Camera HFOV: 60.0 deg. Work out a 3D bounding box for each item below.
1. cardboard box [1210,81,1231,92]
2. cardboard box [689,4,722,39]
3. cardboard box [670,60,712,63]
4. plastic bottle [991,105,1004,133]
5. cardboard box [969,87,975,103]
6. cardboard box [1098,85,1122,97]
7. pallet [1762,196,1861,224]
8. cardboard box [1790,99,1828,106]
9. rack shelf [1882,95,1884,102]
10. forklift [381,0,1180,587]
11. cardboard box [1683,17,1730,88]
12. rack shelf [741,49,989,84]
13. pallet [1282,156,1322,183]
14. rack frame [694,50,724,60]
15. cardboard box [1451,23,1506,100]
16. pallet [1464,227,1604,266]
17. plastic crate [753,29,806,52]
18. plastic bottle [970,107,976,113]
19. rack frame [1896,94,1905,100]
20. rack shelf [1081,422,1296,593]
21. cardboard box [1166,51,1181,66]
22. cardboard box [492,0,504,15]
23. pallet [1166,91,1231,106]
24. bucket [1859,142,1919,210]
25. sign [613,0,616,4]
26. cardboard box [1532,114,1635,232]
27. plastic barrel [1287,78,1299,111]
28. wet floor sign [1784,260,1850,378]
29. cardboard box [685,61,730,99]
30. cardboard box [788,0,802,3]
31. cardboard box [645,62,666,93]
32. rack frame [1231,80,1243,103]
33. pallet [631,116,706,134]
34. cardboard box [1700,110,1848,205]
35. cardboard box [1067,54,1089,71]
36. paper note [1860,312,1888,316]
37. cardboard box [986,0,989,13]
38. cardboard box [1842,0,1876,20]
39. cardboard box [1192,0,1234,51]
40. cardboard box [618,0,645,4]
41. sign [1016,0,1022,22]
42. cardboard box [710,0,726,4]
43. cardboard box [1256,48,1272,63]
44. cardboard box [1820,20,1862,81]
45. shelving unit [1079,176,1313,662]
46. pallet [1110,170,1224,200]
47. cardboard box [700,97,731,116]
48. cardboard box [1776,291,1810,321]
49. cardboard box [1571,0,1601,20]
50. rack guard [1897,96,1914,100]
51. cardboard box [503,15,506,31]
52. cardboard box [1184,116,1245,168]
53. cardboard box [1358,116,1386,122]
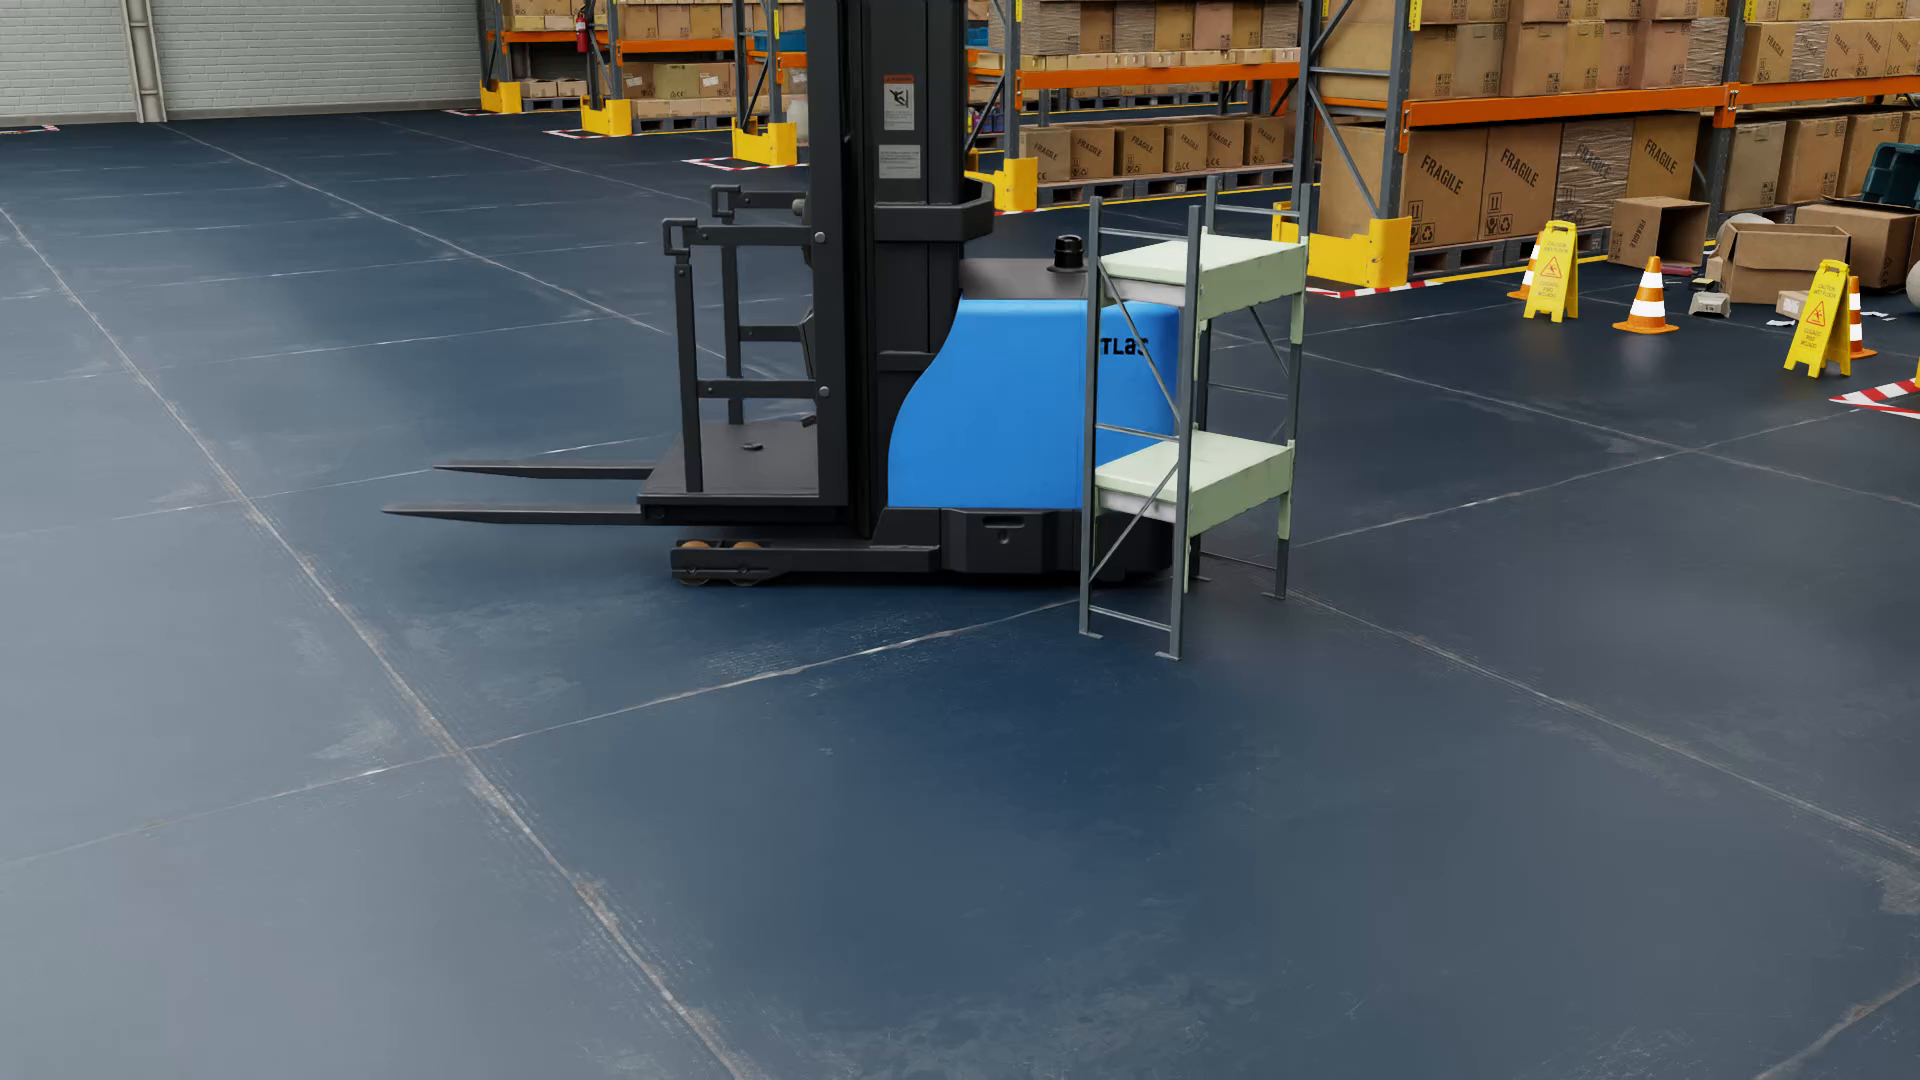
[{"bbox_3d":[4.577,-8.416,30.172,0.500,0.500,0.500,-12,22,-32],"label":"cardboard box"},{"bbox_3d":[-3.940,-7.748,24.822,0.500,0.500,0.700,-12,22,-31],"label":"cardboard box"},{"bbox_3d":[-4.079,-7.048,25.374,0.500,0.500,0.500,-12,22,-31],"label":"cardboard box"},{"bbox_3d":[0.492,-5.584,22.027,0.185,0.351,0.144,-13,22,-33],"label":"plastic bottle"},{"bbox_3d":[-0.093,-7.318,27.346,0.500,0.250,0.500,-11,22,-30],"label":"cardboard box"},{"bbox_3d":[2.462,-7.973,28.860,0.500,0.500,0.500,-13,23,-33],"label":"cardboard box"},{"bbox_3d":[7.862,-3.203,15.889,1.213,0.211,1.003,-12,22,-31],"label":"pallet"},{"bbox_3d":[11.624,-6.351,23.509,0.875,0.875,0.875,-12,22,-31],"label":"cardboard box"},{"bbox_3d":[11.250,-4.868,17.582,4.000,0.370,1.077,-12,22,-31],"label":"rack shelf"},{"bbox_3d":[-0.703,-1.383,6.258,3.031,2.935,1.130,1,19,2],"label":"forklift"},{"bbox_3d":[5.937,-4.154,14.115,0.550,0.550,0.875,-12,22,-31],"label":"cardboard box"},{"bbox_3d":[-0.799,-6.128,21.310,4.000,0.370,1.077,-12,22,-31],"label":"rack shelf"},{"bbox_3d":[4.245,-4.312,19.171,1.213,0.211,1.003,-12,22,-31],"label":"pallet"},{"bbox_3d":[-4.577,-9.471,30.075,0.127,3.000,1.000,-12,22,-31],"label":"rack frame"},{"bbox_3d":[3.630,-3.698,12.766,0.550,0.550,0.875,-12,22,-31],"label":"cardboard box"},{"bbox_3d":[4.541,-2.501,13.814,1.213,0.211,1.003,-12,22,-31],"label":"pallet"},{"bbox_3d":[-2.216,-6.214,20.674,0.616,0.251,0.499,-12,22,-31],"label":"plastic crate"},{"bbox_3d":[0.168,-5.711,22.508,0.133,0.283,0.061,-12,22,-31],"label":"plastic bottle"},{"bbox_3d":[13.617,-7.610,24.570,0.127,3.000,1.000,-12,22,-31],"label":"rack frame"},{"bbox_3d":[0.805,-0.130,5.805,0.431,0.370,0.720,14,23,36],"label":"rack shelf"},{"bbox_3d":[2.066,-4.977,17.174,0.250,0.149,0.380,-12,22,-31],"label":"cardboard box"},{"bbox_3d":[-7.641,-9.200,28.305,0.500,0.500,0.500,-12,22,-32],"label":"cardboard box"},{"bbox_3d":[4.173,-8.081,30.319,1.213,0.211,1.003,-12,22,-31],"label":"pallet"},{"bbox_3d":[7.393,-2.680,12.727,0.620,0.611,0.726,5,17,-16],"label":"bucket"},{"bbox_3d":[-4.890,-7.740,23.480,0.005,0.325,0.100,-12,22,-31],"label":"sign"},{"bbox_3d":[4.924,-3.092,13.869,0.875,0.875,0.875,-12,22,-31],"label":"cardboard box"},{"bbox_3d":[5.034,-6.760,25.285,0.421,0.512,0.421,0,19,0],"label":"plastic barrel"},{"bbox_3d":[4.958,-1.278,9.518,0.232,0.644,0.267,-4,19,-13],"label":"wet floor sign"},{"bbox_3d":[-3.793,-6.908,24.963,0.500,0.500,0.500,-12,22,-31],"label":"cardboard box"},{"bbox_3d":[-2.603,-8.259,25.323,0.250,0.149,0.380,-12,22,-32],"label":"cardboard box"},{"bbox_3d":[-5.422,-8.301,29.832,0.500,0.500,0.500,-14,23,-35],"label":"cardboard box"},{"bbox_3d":[4.832,-9.555,30.326,0.127,3.000,1.000,-12,22,-31],"label":"rack frame"},{"bbox_3d":[-4.575,-6.267,24.952,1.213,0.211,1.003,-12,22,-31],"label":"pallet"},{"bbox_3d":[7.515,-3.587,15.528,0.750,0.750,1.050,-12,22,-31],"label":"cardboard box"},{"bbox_3d":[1.060,-4.738,16.467,0.250,0.149,0.380,-12,22,-31],"label":"cardboard box"},{"bbox_3d":[6.192,-1.537,11.262,0.142,0.019,0.148,-4,19,-13],"label":"paper note"},{"bbox_3d":[0.598,-10.661,32.943,0.500,0.500,0.500,-11,22,-30],"label":"cardboard box"},{"bbox_3d":[7.923,-5.030,15.223,0.500,0.500,0.700,-12,22,-32],"label":"cardboard box"},{"bbox_3d":[2.386,-5.428,17.496,0.500,0.500,0.875,-12,22,-31],"label":"cardboard box"},{"bbox_3d":[-4.744,-7.808,23.988,0.250,0.149,0.380,-12,22,-32],"label":"cardboard box"},{"bbox_3d":[0.553,-5.056,15.666,0.005,0.325,0.100,-12,22,-31],"label":"sign"},{"bbox_3d":[-3.670,-8.035,24.660,0.250,0.149,0.380,-12,22,-32],"label":"cardboard box"},{"bbox_3d":[3.122,-5.191,17.808,0.250,0.149,0.380,-12,22,-31],"label":"cardboard box"},{"bbox_3d":[7.666,-4.396,14.908,0.500,0.500,0.500,-12,22,-32],"label":"cardboard box"},{"bbox_3d":[0.805,-0.439,5.701,0.431,1.500,0.755,14,23,36],"label":"shelving unit"},{"bbox_3d":[2.034,-3.831,17.747,1.213,0.211,1.003,-12,22,-31],"label":"pallet"},{"bbox_3d":[-3.787,-6.550,25.074,0.500,0.250,0.500,-12,22,-31],"label":"cardboard box"},{"bbox_3d":[5.688,-1.561,11.131,0.250,0.149,0.380,-1,19,-3],"label":"cardboard box"},{"bbox_3d":[4.551,-4.397,13.146,0.500,0.550,0.875,-12,22,-31],"label":"cardboard box"},{"bbox_3d":[13.637,-6.430,24.983,0.348,0.500,1.175,-12,22,-31],"label":"rack guard"},{"bbox_3d":[-7.634,-8.839,28.409,0.500,0.250,0.500,-12,22,-31],"label":"cardboard box"},{"bbox_3d":[2.765,-4.348,18.170,0.500,0.500,0.500,-5,19,-14],"label":"cardboard box"},{"bbox_3d":[4.529,-4.702,19.184,0.500,0.500,0.700,-12,22,-32],"label":"cardboard box"}]
